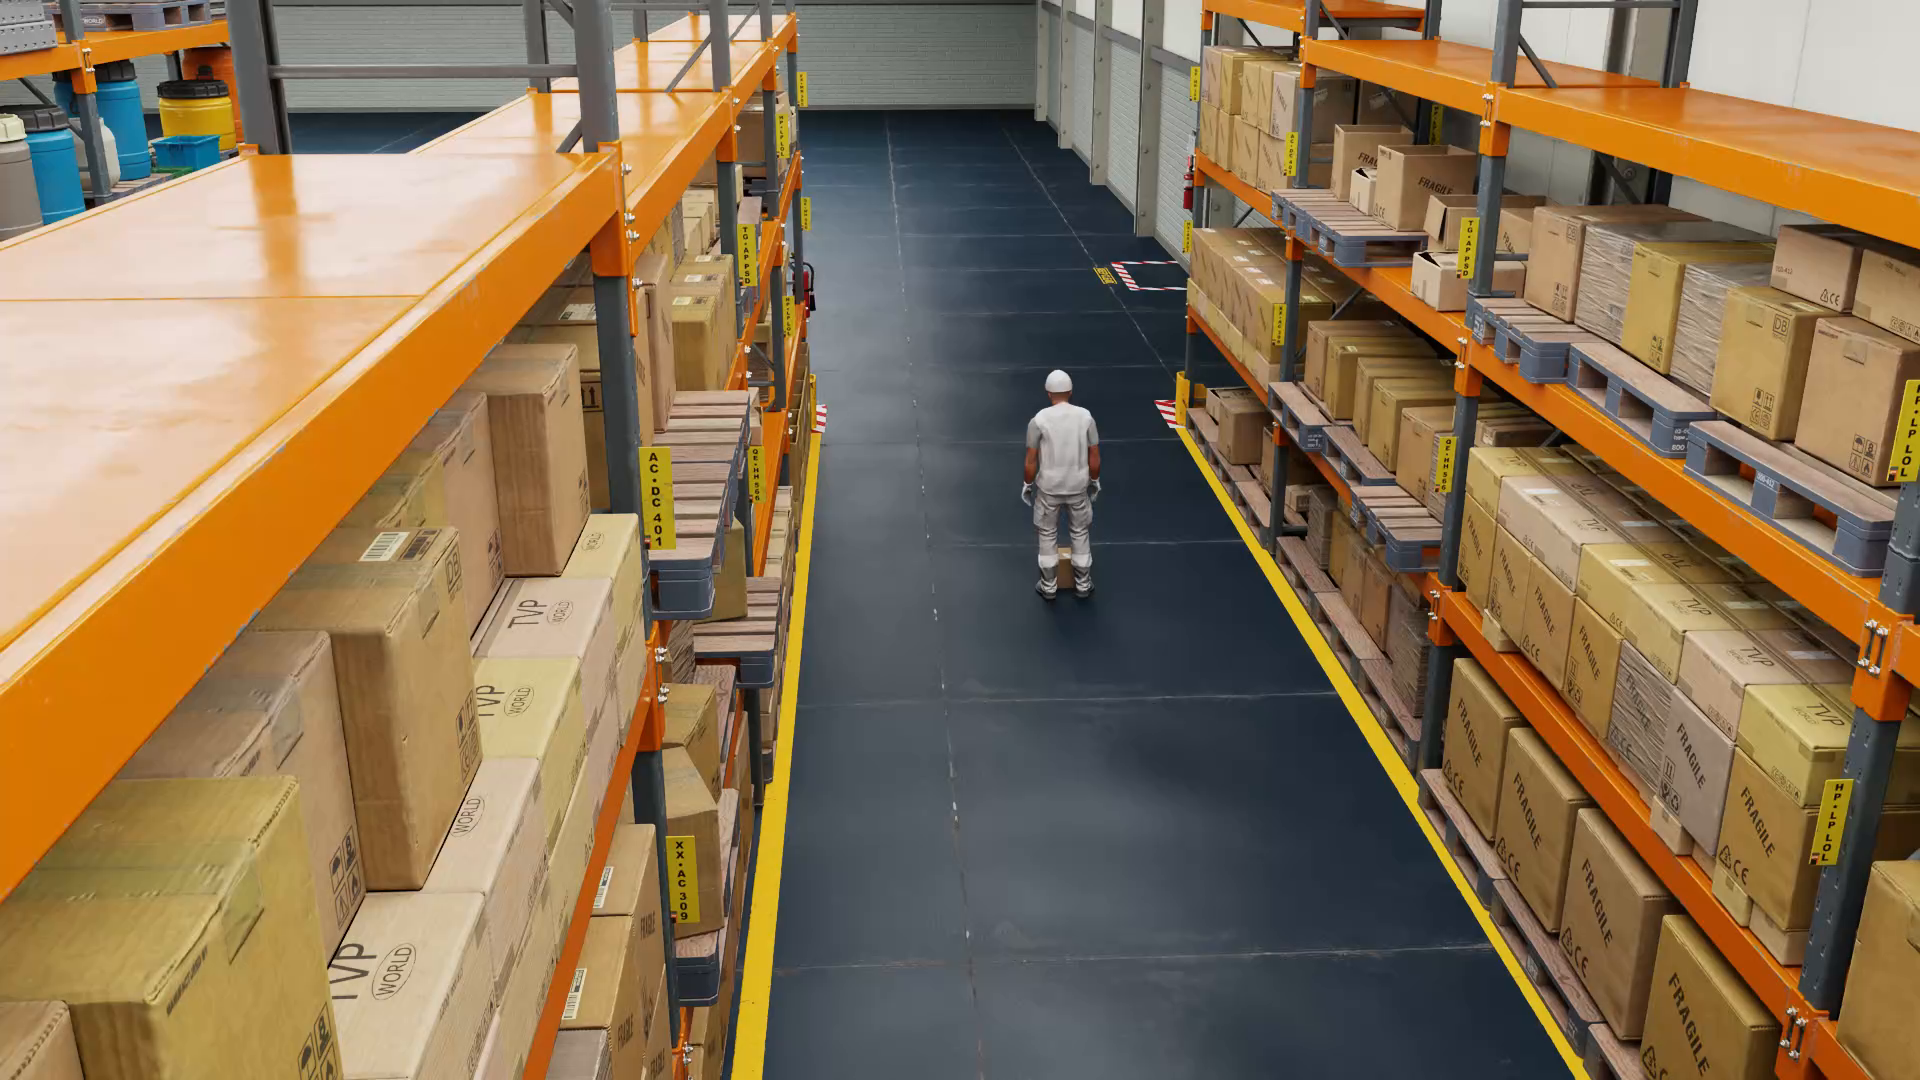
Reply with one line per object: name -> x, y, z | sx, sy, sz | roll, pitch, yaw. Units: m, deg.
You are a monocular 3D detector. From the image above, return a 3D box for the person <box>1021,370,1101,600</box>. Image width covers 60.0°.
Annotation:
person -> 0.773, -0.413, 12.679 | 0.617, 1.778, 0.453 | -2, 20, -6
